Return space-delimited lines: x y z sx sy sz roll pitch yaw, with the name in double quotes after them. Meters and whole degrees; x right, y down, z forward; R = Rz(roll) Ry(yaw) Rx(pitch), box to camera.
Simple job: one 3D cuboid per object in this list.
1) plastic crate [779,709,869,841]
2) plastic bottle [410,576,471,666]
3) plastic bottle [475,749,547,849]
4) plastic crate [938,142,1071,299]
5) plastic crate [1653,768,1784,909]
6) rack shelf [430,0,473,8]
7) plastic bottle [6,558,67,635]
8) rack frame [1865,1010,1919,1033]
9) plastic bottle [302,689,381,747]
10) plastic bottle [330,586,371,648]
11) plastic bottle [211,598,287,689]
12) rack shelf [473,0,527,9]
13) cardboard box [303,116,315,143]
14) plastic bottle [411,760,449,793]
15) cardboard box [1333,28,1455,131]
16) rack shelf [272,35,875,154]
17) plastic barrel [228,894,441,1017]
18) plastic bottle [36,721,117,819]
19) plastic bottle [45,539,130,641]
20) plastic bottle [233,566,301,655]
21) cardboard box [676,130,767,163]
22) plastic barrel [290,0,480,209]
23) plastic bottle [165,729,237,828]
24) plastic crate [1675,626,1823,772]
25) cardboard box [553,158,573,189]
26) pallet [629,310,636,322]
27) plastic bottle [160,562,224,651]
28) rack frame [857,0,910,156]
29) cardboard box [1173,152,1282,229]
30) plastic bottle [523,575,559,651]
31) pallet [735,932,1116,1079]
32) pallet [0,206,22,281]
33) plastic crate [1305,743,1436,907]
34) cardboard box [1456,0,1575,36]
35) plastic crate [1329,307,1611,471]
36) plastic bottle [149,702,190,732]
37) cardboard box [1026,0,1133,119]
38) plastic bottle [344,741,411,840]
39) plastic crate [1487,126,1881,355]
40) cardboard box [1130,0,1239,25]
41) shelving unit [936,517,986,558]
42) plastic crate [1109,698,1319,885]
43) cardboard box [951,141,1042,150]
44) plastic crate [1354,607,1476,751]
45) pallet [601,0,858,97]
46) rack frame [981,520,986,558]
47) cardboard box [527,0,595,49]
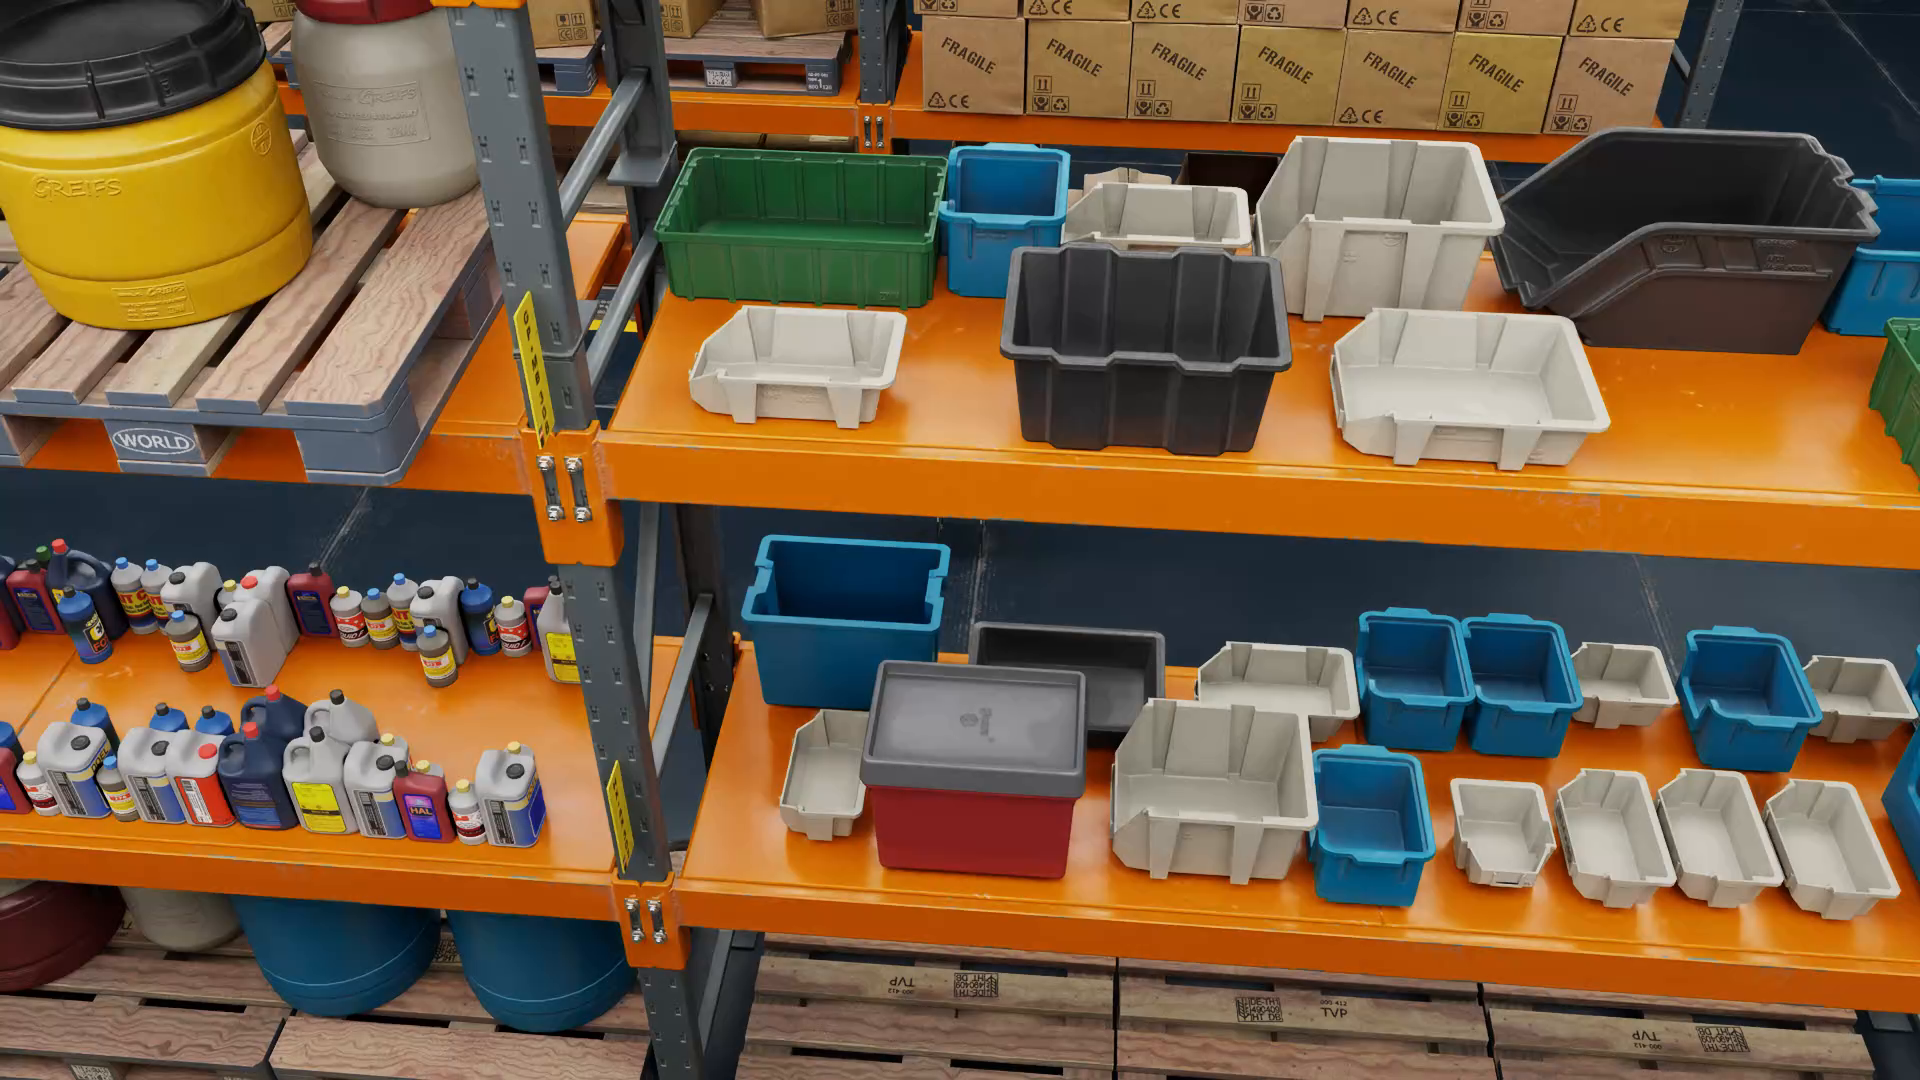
-0.372 0.670 4.712 0.243 0.136 0.396 3 39 4 "plastic crate"
-1.616 0.239 5.178 0.135 0.276 0.152 3 39 4 "plastic bottle"
-1.244 0.706 4.605 0.135 0.276 0.152 3 39 4 "plastic bottle"
0.111 -0.774 4.081 0.300 0.233 0.416 3 39 4 "plastic crate"
2.046 0.817 4.531 0.243 0.136 0.396 3 39 4 "plastic crate"
-2.816 -1.526 3.383 4.000 0.370 1.077 3 39 4 "rack shelf"
-2.918 0.175 5.252 0.133 0.283 0.061 3 39 4 "plastic bottle"
3.162 0.694 4.522 0.127 3.000 1.000 3 39 4 "rack frame"
-1.755 0.560 4.725 0.185 0.351 0.144 3 39 4 "plastic bottle"
-1.923 0.234 5.244 0.097 0.201 0.097 0 39 0 "plastic bottle"
-2.187 0.304 5.098 0.135 0.276 0.152 3 39 4 "plastic bottle"
1.169 -1.308 3.115 4.000 0.370 1.077 3 39 4 "rack shelf"
-3.369 -2.445 9.416 0.500 0.250 0.500 5 39 6 "cardboard box"
-1.489 0.700 4.671 0.097 0.201 0.097 0 39 0 "plastic bottle"
2.110 -2.370 8.206 0.500 0.500 0.500 3 39 4 "cardboard box"
-2.385 -2.469 8.977 4.000 0.370 1.077 3 39 4 "rack shelf"
-2.069 1.048 5.416 0.708 0.901 0.600 3 39 4 "plastic barrel"
-2.475 0.638 4.688 0.135 0.276 0.152 3 39 4 "plastic bottle"
-2.758 0.145 5.234 0.185 0.351 0.144 3 39 4 "plastic bottle"
-2.174 0.209 5.216 0.135 0.276 0.152 3 39 4 "plastic bottle"
-1.385 -2.042 9.514 0.500 0.500 0.500 4 39 4 "cardboard box"
-1.326 -1.089 3.896 0.433 0.535 0.433 0 39 0 "plastic barrel"
-2.110 0.658 4.663 0.135 0.276 0.152 3 39 4 "plastic bottle"
2.288 0.479 4.870 0.300 0.233 0.416 3 39 4 "plastic crate"
-2.407 -1.773 9.184 0.500 0.500 0.500 2 39 2 "cardboard box"
-1.206 -1.578 9.522 1.213 0.211 1.003 3 39 4 "pallet"
-2.405 0.196 5.231 0.135 0.276 0.152 3 39 4 "plastic bottle"
-0.392 -2.639 8.616 0.127 3.000 1.000 3 39 4 "rack frame"
1.480 -1.743 9.144 0.637 0.503 0.797 3 39 4 "cardboard box"
-1.285 0.226 5.189 0.133 0.283 0.061 3 39 4 "plastic bottle"
-0.087 1.573 5.650 1.213 0.211 1.003 3 39 4 "pallet"
-2.743 -0.655 3.953 1.213 0.211 1.003 3 39 4 "pallet"
1.094 0.785 4.495 0.300 0.233 0.416 3 39 4 "plastic crate"
2.622 -2.726 7.852 0.500 0.500 0.500 4 39 5 "cardboard box"
1.082 -0.324 3.605 0.530 0.136 0.437 3 39 4 "plastic crate"
-2.252 0.573 4.771 0.097 0.271 0.097 0 39 0 "plastic bottle"
0.603 -2.453 8.308 0.500 0.500 0.500 4 39 5 "cardboard box"
-1.608 0.686 4.630 0.135 0.276 0.152 3 39 4 "plastic bottle"
1.664 -0.702 3.909 0.767 0.338 0.504 3 39 4 "plastic crate"
1.079 -2.807 7.951 0.500 0.500 0.500 2 39 3 "cardboard box"
0.008 -0.349 7.465 0.210 0.900 0.258 3 39 4 "shelving unit"
0.682 0.698 4.563 0.530 0.282 0.437 3 39 4 "plastic crate"
0.200 -1.988 9.448 0.500 0.500 0.500 3 39 4 "cardboard box"
1.334 0.427 4.935 0.300 0.233 0.416 3 39 4 "plastic crate"
-1.179 -2.677 8.815 1.213 0.211 1.003 3 39 4 "pallet"
0.109 -0.343 7.459 0.006 0.900 0.240 3 39 4 "rack frame"
-2.158 -2.898 8.523 0.500 0.500 0.700 -6 40 -8 "cardboard box"
